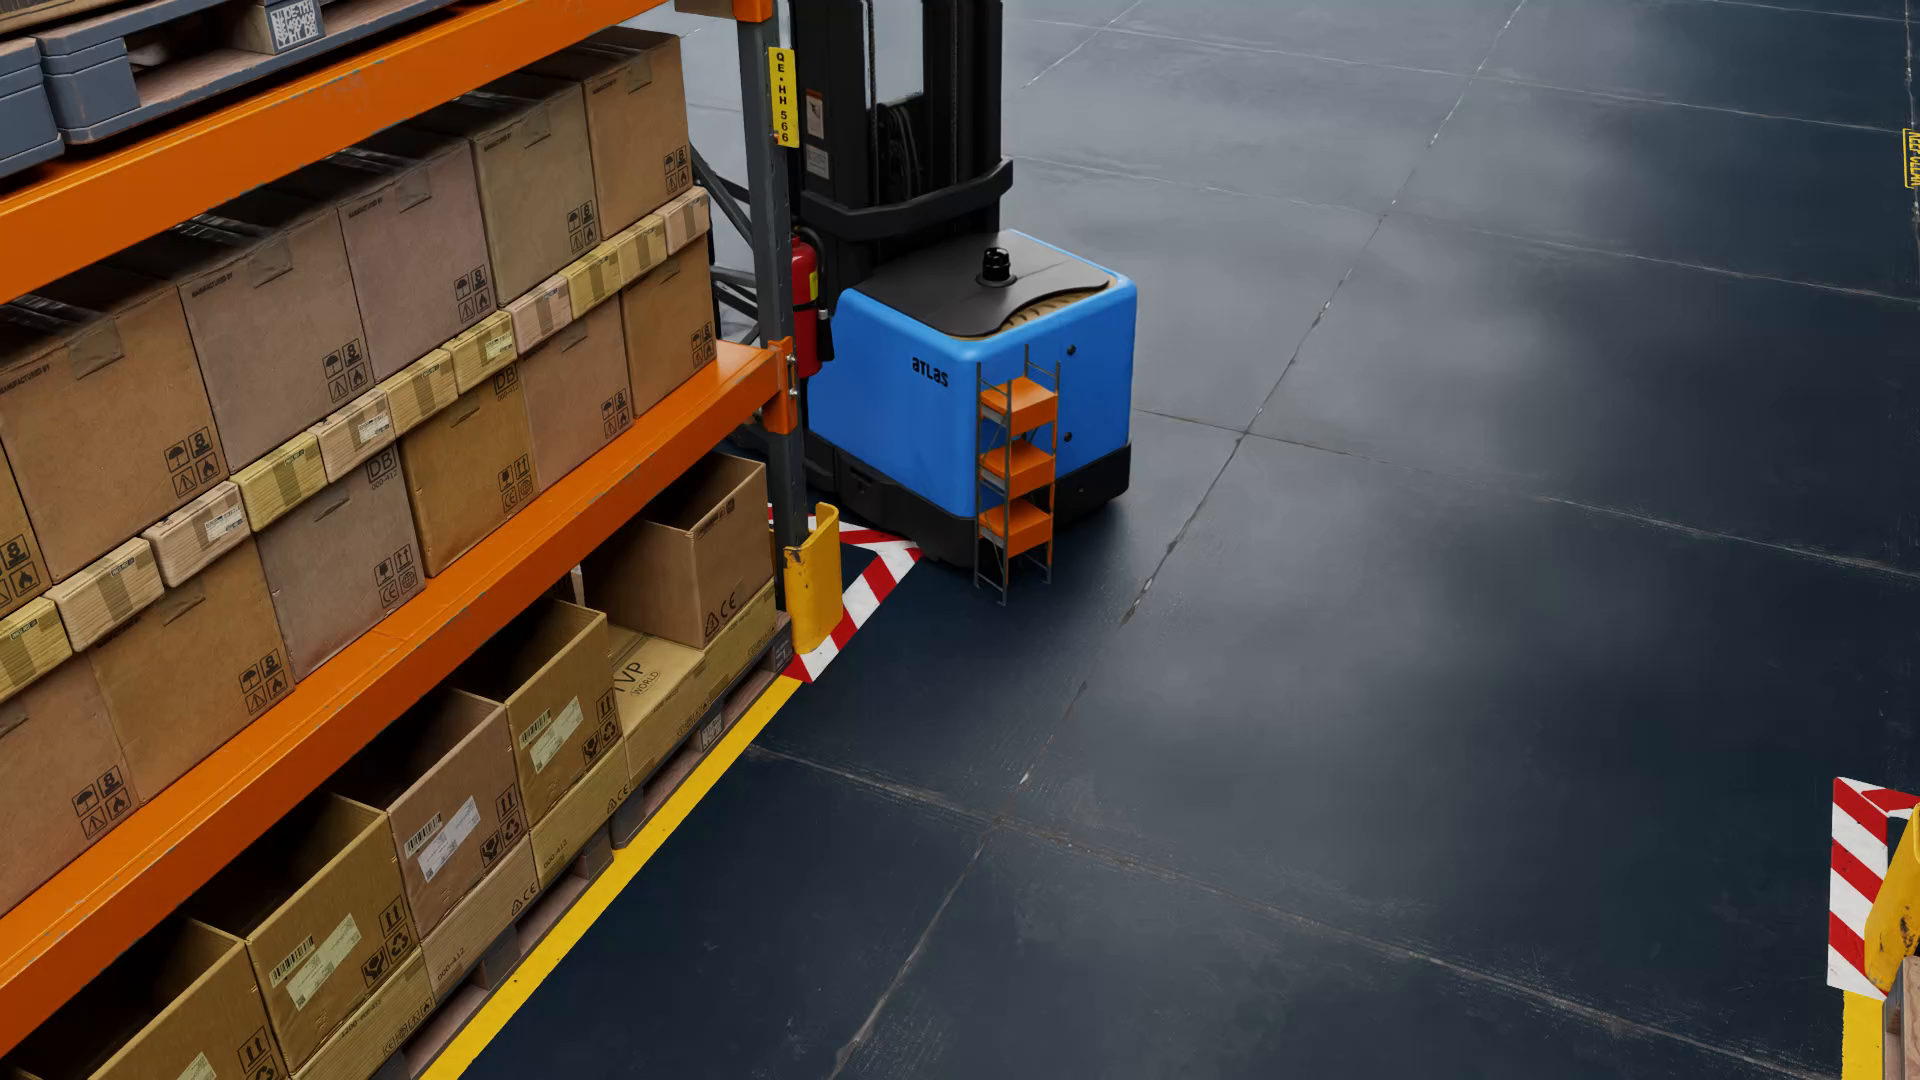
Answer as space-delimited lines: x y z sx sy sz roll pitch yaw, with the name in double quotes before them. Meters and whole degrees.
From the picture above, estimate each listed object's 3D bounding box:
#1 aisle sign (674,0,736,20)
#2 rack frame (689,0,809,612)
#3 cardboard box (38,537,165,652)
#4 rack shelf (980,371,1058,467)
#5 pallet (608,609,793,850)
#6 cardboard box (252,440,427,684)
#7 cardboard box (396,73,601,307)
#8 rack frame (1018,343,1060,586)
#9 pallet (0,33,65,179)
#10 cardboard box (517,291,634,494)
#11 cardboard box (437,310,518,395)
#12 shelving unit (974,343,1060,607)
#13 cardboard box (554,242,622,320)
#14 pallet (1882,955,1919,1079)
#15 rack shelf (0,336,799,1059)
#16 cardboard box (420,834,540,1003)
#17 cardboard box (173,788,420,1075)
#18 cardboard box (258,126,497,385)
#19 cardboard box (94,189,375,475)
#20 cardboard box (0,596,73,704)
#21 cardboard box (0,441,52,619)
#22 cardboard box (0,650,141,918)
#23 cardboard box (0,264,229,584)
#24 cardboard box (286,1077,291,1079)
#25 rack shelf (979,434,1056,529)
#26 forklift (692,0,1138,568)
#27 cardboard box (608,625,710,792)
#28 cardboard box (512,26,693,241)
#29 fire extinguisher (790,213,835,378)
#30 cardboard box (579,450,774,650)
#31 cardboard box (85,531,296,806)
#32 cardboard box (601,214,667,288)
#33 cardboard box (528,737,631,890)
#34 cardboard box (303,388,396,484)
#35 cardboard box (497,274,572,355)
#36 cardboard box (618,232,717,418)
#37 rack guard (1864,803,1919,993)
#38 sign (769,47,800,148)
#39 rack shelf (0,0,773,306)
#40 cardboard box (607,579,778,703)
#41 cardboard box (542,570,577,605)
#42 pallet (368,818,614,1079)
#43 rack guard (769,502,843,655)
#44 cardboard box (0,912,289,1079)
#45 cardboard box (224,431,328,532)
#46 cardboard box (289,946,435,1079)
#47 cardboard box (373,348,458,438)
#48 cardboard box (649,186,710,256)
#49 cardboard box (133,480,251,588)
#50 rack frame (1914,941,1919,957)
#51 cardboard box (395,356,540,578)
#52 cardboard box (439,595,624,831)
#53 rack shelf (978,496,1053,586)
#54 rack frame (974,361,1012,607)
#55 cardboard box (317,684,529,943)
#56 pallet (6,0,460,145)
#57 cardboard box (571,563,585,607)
"aisle sign" -0.772 -2.050 5.271 0.394 0.787 0.004 14 36 20
"rack frame" -1.066 -0.998 6.036 1.000 3.000 0.127 14 36 20
"cardboard box" -2.025 0.083 3.706 0.380 0.149 0.250 13 35 19
"rack shelf" 0.223 -0.474 6.516 0.240 0.259 0.215 -24 41 -32
"pallet" -1.348 0.559 6.205 1.003 0.211 1.213 14 36 20
"cardboard box" -1.919 -0.039 4.482 0.700 0.500 0.500 15 36 22
"cardboard box" -1.511 -1.063 4.862 0.700 0.500 0.500 13 36 19
"rack frame" 0.316 -0.289 6.731 0.008 1.050 0.200 -24 41 -32
"pallet" -2.407 -0.654 2.857 1.003 0.211 1.213 14 36 20
"cardboard box" -1.489 -0.548 5.258 0.700 0.500 0.500 15 36 22
"cardboard box" -1.485 -0.563 4.691 0.380 0.149 0.250 15 36 22
"shelving unit" 0.222 -0.247 6.667 0.252 1.050 0.215 -24 41 -32
"cardboard box" -1.268 -0.819 5.081 0.380 0.149 0.250 14 36 20
"pallet" 3.031 1.737 4.408 1.003 0.211 1.213 14 36 20
"rack shelf" -1.903 0.299 4.715 1.077 0.370 4.000 14 36 20
"cardboard box" -1.639 1.061 5.021 0.500 0.250 0.500 14 36 20
"cardboard box" -1.843 0.998 4.434 0.500 0.500 0.500 14 36 20
"cardboard box" -1.721 -0.812 4.478 0.700 0.500 0.500 14 36 21
"cardboard box" -1.930 -0.562 4.098 0.700 0.500 0.500 14 36 21
"cardboard box" -2.132 0.207 3.516 0.380 0.149 0.250 14 36 20
"cardboard box" -2.350 -0.064 3.339 0.700 0.500 0.500 14 36 20
"cardboard box" -2.345 0.466 3.713 0.700 0.500 0.500 14 36 20
"cardboard box" -2.140 -0.314 3.719 0.700 0.500 0.500 14 36 20
"cardboard box" -2.057 1.559 4.261 0.500 0.250 0.500 14 36 20
"rack shelf" 0.222 -0.238 6.673 0.240 0.259 0.215 -24 41 -32
"forklift" -0.601 -1.833 7.372 1.130 2.935 3.031 -26 42 -34
"cardboard box" -1.221 0.563 5.781 0.500 0.250 0.500 14 36 20
"cardboard box" -1.296 -1.326 5.263 0.700 0.500 0.500 14 36 21
"fire extinguisher" -0.595 -0.918 5.985 0.296 0.674 0.183 14 36 20
"cardboard box" -1.021 -0.002 5.958 0.500 0.500 0.500 14 36 20
"cardboard box" -2.132 0.217 4.093 0.700 0.500 0.500 15 36 21
"cardboard box" -1.162 -0.946 5.275 0.380 0.149 0.250 15 36 22
"cardboard box" -1.428 0.812 5.400 0.500 0.250 0.500 14 36 20
"cardboard box" -1.700 -0.304 4.295 0.380 0.149 0.250 14 36 20
"cardboard box" -1.376 -0.694 4.890 0.380 0.149 0.250 15 36 21
"cardboard box" -1.273 -0.810 5.659 0.700 0.500 0.500 14 36 20
"rack guard" 3.403 1.220 4.934 1.175 0.500 0.348 14 36 20
"sign" -0.579 -1.450 5.454 0.100 0.325 0.005 14 36 20
"rack shelf" -1.903 -0.955 3.892 1.077 0.370 4.000 14 36 20
"cardboard box" -1.022 0.311 6.164 0.500 0.250 0.500 14 36 20
"cardboard box" -1.700 0.128 5.760 0.500 0.500 0.500 14 36 20
"pallet" -1.860 1.164 5.282 1.003 0.211 1.213 14 36 20
"rack guard" -1.056 0.035 6.740 1.175 0.500 0.348 14 36 20
"cardboard box" -2.060 1.245 4.057 0.500 0.500 0.500 14 36 20
"cardboard box" -1.807 -0.181 4.107 0.380 0.149 0.250 14 36 20
"cardboard box" -1.843 1.311 4.639 0.500 0.250 0.500 14 36 20
"cardboard box" -1.594 -0.432 4.490 0.380 0.149 0.250 15 36 22
"cardboard box" -1.053 -1.077 5.474 0.380 0.149 0.250 14 36 20
"cardboard box" -1.916 -0.051 3.909 0.380 0.149 0.250 13 35 19
"rack frame" 3.434 0.137 4.306 1.000 3.000 0.127 14 36 20
"cardboard box" -1.702 -0.302 4.883 0.700 0.500 0.500 14 36 21
"cardboard box" -1.426 0.499 5.193 0.500 0.500 0.500 14 36 20
"rack shelf" 0.220 -0.006 6.827 0.240 0.259 0.215 -24 41 -32
"rack frame" 0.127 -0.204 6.603 0.008 1.050 0.200 -24 41 -32
"cardboard box" -1.636 0.748 4.814 0.500 0.500 0.500 14 36 20
"pallet" -1.895 -1.259 3.780 1.003 0.211 1.213 14 36 20
"cardboard box" -1.493 0.192 6.346 0.500 0.250 0.500 14 36 20
